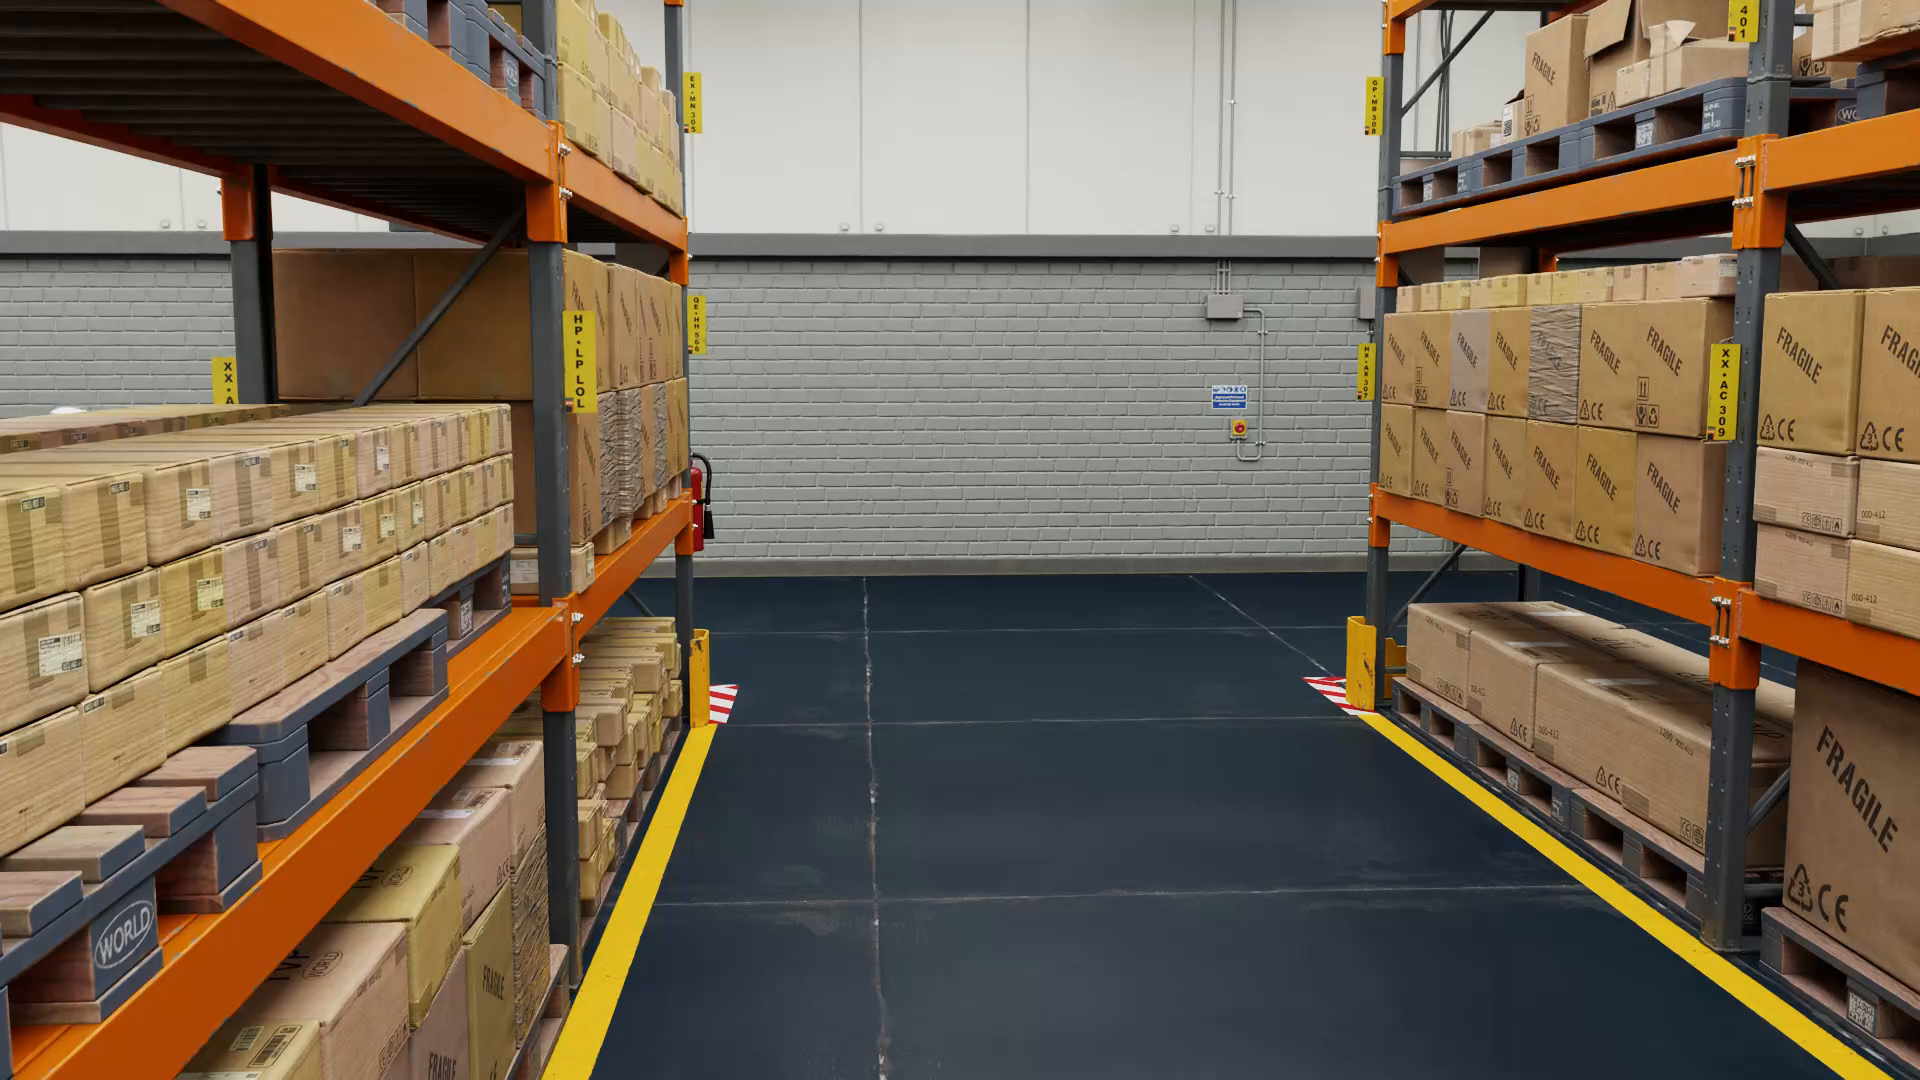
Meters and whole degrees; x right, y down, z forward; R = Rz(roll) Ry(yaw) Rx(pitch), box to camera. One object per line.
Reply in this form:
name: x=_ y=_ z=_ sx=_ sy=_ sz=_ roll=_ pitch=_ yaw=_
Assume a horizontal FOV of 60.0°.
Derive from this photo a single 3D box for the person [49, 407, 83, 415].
person: x=-4.987 y=0.186 z=9.190 sx=0.577 sy=1.837 sz=0.538 roll=-4 pitch=8 yaw=-31
